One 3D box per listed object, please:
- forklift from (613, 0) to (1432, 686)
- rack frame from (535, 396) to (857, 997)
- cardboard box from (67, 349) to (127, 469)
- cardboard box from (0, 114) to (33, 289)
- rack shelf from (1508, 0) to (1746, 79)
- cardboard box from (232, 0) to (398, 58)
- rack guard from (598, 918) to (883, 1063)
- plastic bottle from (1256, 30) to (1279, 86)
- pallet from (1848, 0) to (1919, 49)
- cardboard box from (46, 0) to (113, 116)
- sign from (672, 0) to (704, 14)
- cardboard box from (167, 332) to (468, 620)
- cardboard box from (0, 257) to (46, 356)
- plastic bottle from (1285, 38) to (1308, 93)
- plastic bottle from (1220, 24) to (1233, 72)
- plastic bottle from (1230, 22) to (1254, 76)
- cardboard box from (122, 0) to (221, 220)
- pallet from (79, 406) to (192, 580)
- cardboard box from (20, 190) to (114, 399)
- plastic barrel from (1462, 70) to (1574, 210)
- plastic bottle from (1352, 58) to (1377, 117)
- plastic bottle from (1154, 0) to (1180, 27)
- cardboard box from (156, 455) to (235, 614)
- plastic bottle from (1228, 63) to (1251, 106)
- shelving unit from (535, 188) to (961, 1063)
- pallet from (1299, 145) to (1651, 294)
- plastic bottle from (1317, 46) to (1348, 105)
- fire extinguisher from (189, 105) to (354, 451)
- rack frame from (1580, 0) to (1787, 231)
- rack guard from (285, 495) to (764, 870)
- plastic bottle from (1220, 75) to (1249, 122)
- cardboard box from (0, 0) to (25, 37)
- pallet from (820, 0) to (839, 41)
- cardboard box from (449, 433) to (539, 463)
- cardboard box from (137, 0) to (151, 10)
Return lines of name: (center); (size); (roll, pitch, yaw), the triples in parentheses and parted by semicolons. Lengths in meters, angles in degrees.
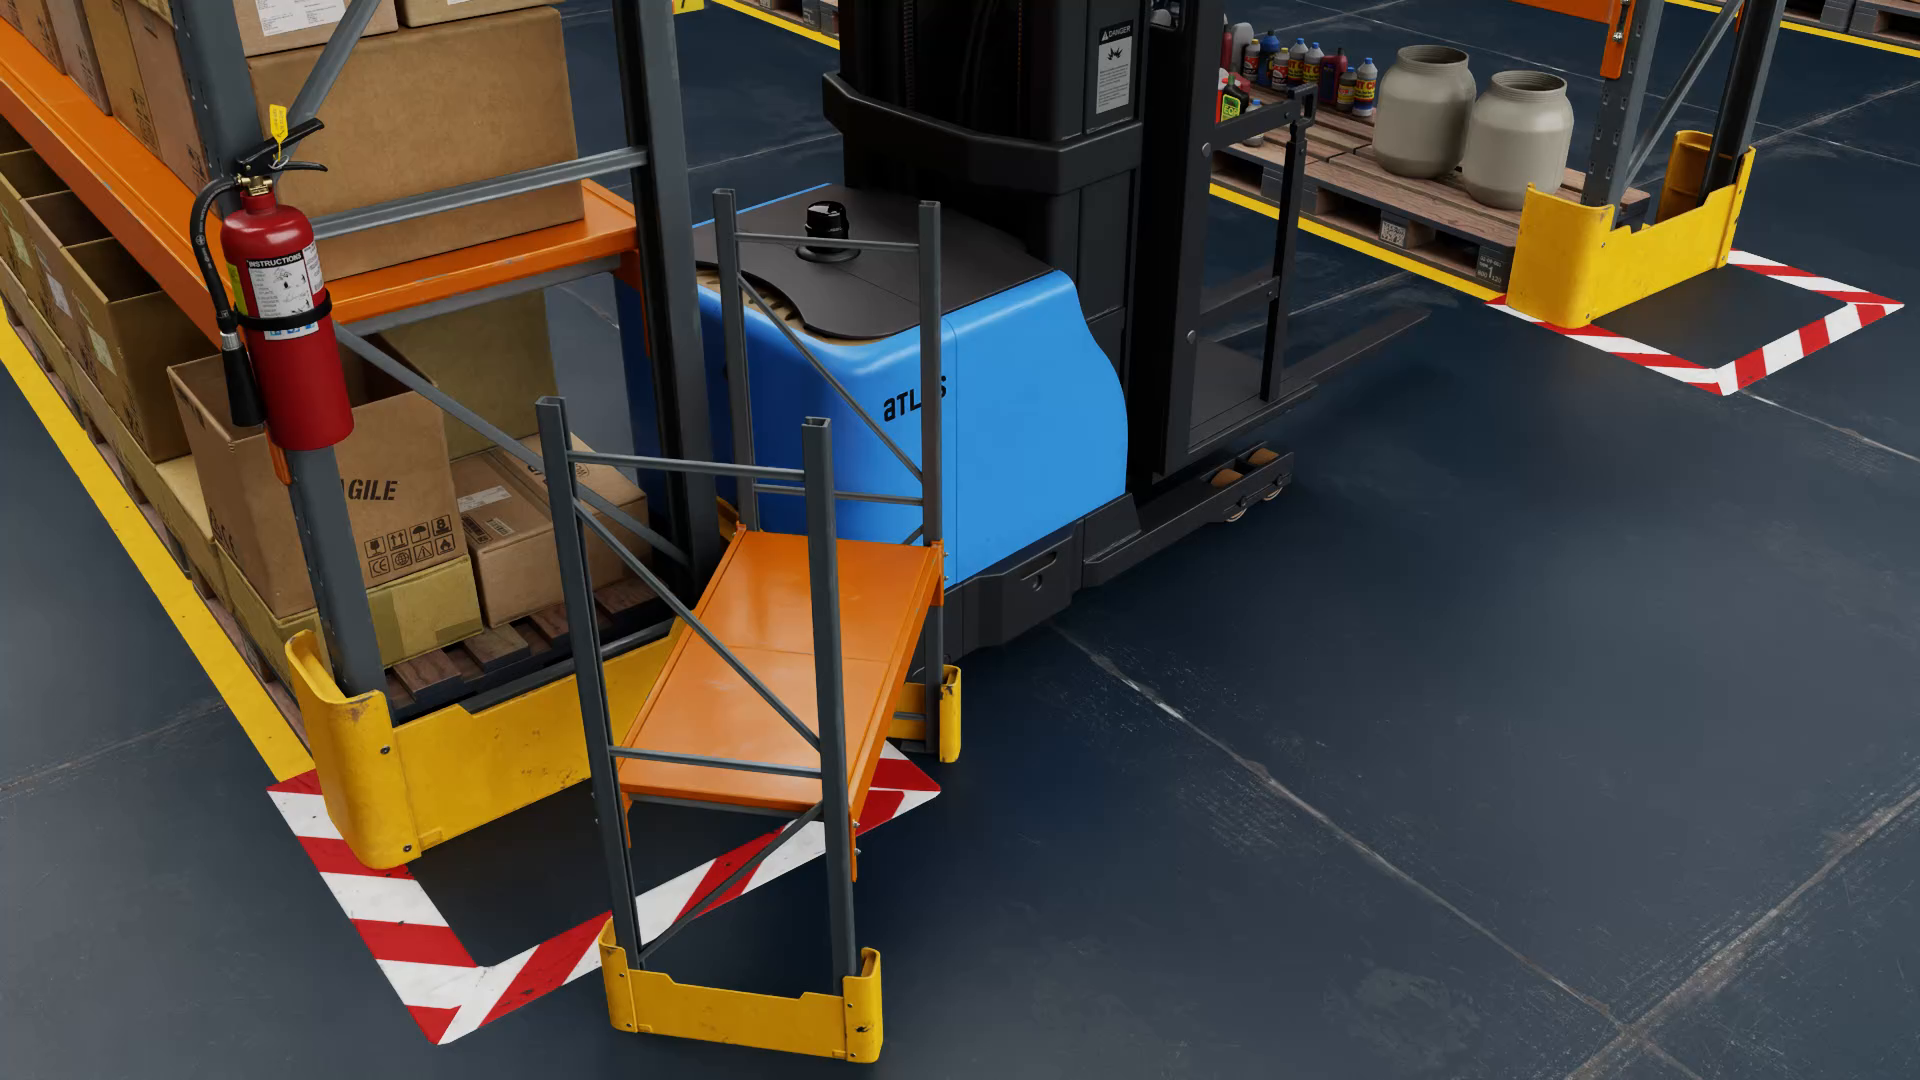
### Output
forklift: (0.449, -1.478, 4.852); (3.031, 2.935, 1.130); (-27, 41, -37)
rack frame: (-0.461, 0.424, 3.146); (0.500, 1.500, 0.032); (5, 32, 8)
cardboard box: (-2.551, -0.501, 5.422); (0.500, 0.250, 0.500); (-22, 38, -31)
cardboard box: (-3.163, -1.237, 5.896); (0.500, 0.500, 0.500); (-22, 38, -31)
rack shelf: (1.629, -2.871, 7.711); (1.077, 0.370, 4.000); (-22, 38, -31)
cardboard box: (-1.444, -1.157, 3.561); (0.380, 0.149, 0.250); (-23, 39, -32)
rack guard: (-0.457, 0.945, 3.492); (0.587, 0.250, 0.087); (5, 32, 8)
plastic bottle: (1.594, -2.496, 8.595); (0.097, 0.271, 0.097); (0, 32, 0)
pallet: (6.251, -3.142, 10.109); (1.003, 0.211, 1.213); (-22, 38, -31)
cardboard box: (-2.287, -1.627, 4.932); (0.700, 0.500, 0.500); (-21, 38, -30)
sign: (-0.617, -1.320, 3.637); (0.100, 0.325, 0.005); (-22, 38, -31)
cardboard box: (-1.623, -0.198, 4.223); (0.500, 0.500, 0.500); (-22, 38, -31)
cardboard box: (-3.165, -0.918, 6.092); (0.500, 0.250, 0.500); (-22, 38, -31)
plastic bottle: (1.718, -2.411, 8.459); (0.097, 0.271, 0.097); (0, 32, 0)
plastic bottle: (1.354, -2.549, 8.669); (0.061, 0.283, 0.133); (-22, 38, -31)
plastic bottle: (1.437, -2.581, 8.727); (0.152, 0.276, 0.135); (-22, 38, -31)
cardboard box: (-1.662, -1.200, 4.244); (0.700, 0.500, 0.500); (-21, 38, -30)
pallet: (-2.306, -0.370, 5.646); (1.003, 0.211, 1.213); (-22, 38, -31)
cardboard box: (-2.554, -0.819, 5.222); (0.500, 0.500, 0.500); (-22, 38, -31)
plastic barrel: (2.392, -1.714, 7.126); (0.421, 0.512, 0.421); (0, 32, 0)
plastic bottle: (1.990, -2.227, 8.161); (0.097, 0.271, 0.097); (0, 32, 0)
plastic bottle: (1.143, -2.816, 9.035); (0.144, 0.351, 0.185); (-24, 39, -34)
cardboard box: (-1.938, -0.084, 4.751); (0.500, 0.250, 0.500); (-22, 38, -31)
plastic bottle: (1.334, -2.148, 8.023); (0.061, 0.283, 0.133); (-22, 38, -31)
shelving unit: (-0.374, 0.155, 3.579); (0.587, 1.500, 1.083); (5, 32, 8)
pallet: (2.278, -1.515, 7.489); (1.003, 0.211, 1.213); (-22, 38, -31)
plastic bottle: (1.865, -2.332, 8.320); (0.061, 0.283, 0.133); (-22, 38, -31)
fire extinguisher: (-1.354, -0.509, 3.300); (0.296, 0.674, 0.183); (-22, 38, -31)
rack frame: (2.855, -2.343, 6.179); (1.000, 3.000, 0.127); (-22, 38, -31)
rack guard: (-1.045, 0.330, 4.244); (1.175, 0.500, 0.348); (-22, 38, -31)
plastic bottle: (1.297, -2.042, 7.852); (0.061, 0.283, 0.133); (-21, 38, -30)
cardboard box: (-2.907, -2.051, 5.614); (0.700, 0.500, 0.500); (-23, 38, -32)
pallet: (-0.110, -3.140, 10.105); (1.003, 0.211, 1.213); (-22, 38, -31)
cardboard box: (-1.522, -0.255, 5.025); (0.500, 0.250, 0.500); (-22, 38, -31)
cardboard box: (-1.763, -1.372, 3.907); (0.380, 0.149, 0.250); (-23, 38, -32)
